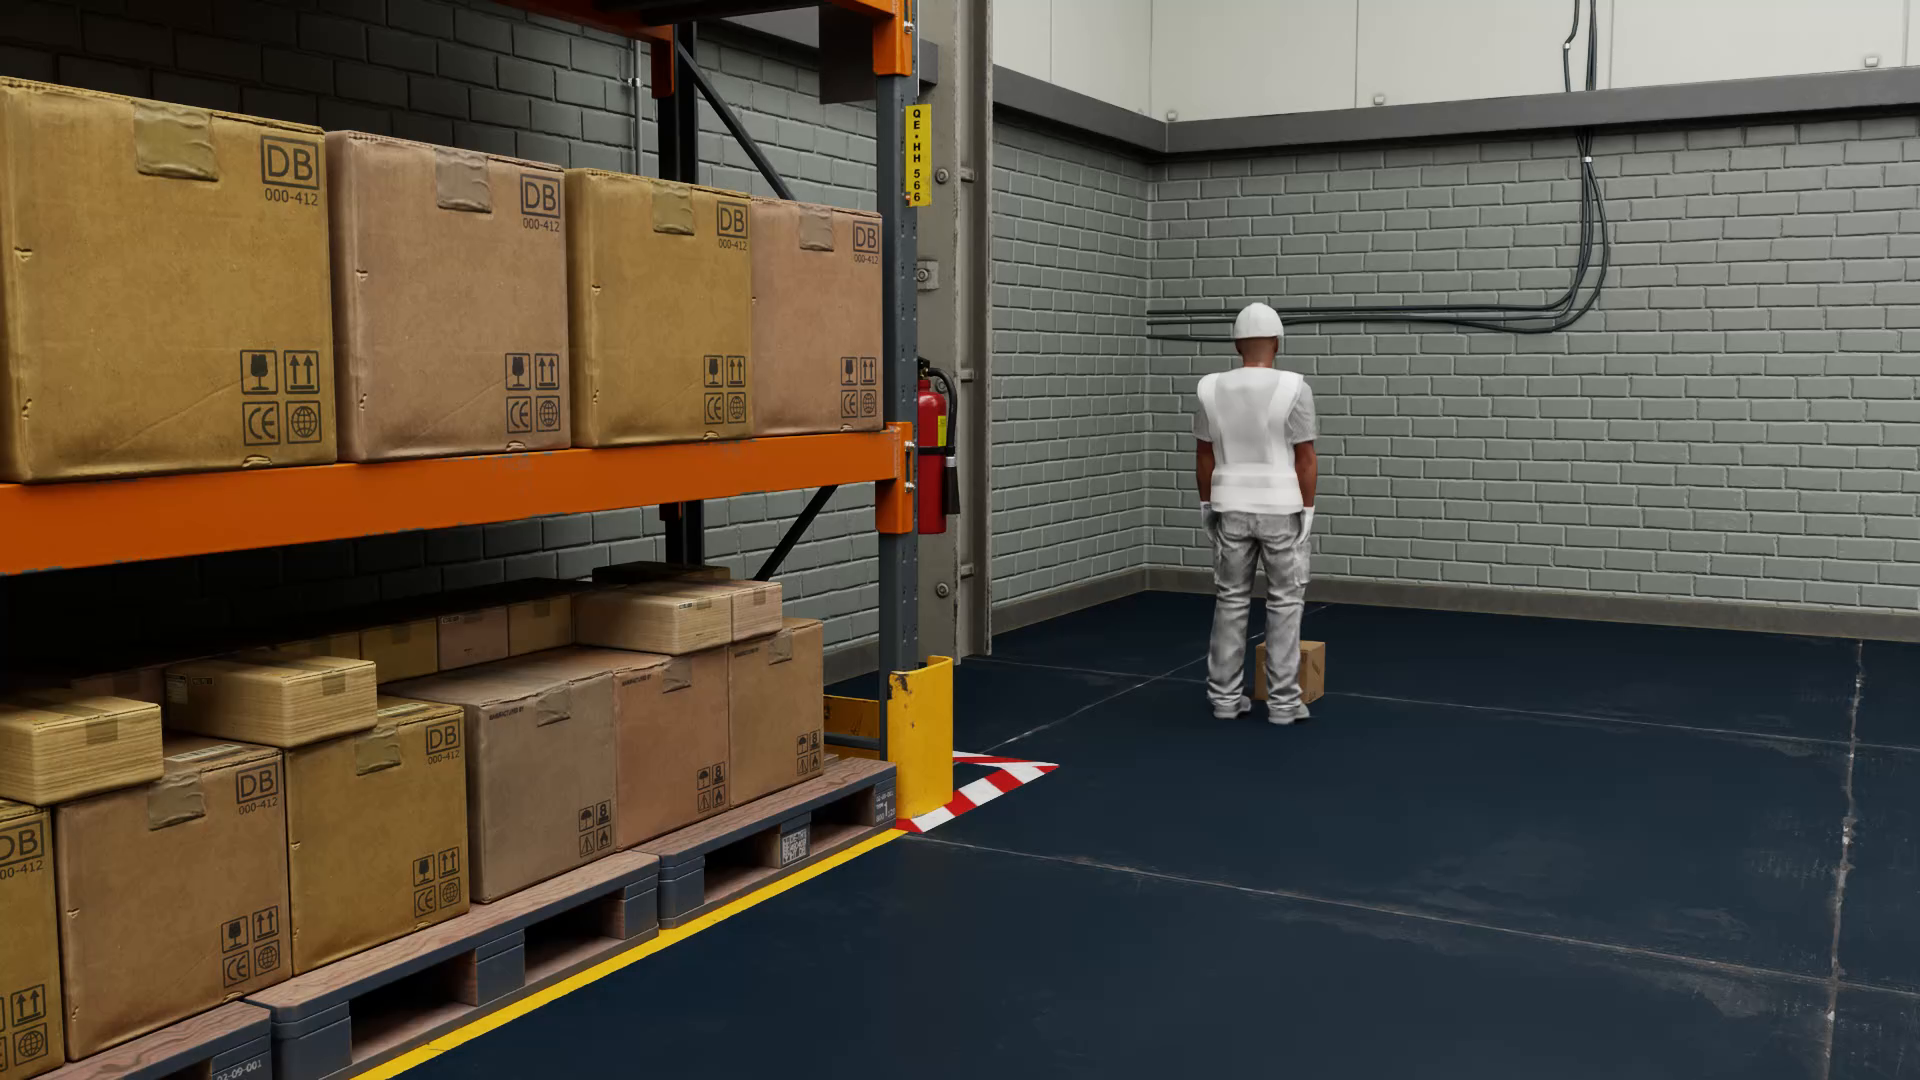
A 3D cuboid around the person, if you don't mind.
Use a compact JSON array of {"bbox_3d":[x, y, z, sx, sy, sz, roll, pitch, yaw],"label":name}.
[{"bbox_3d":[1.270,-0.117,7.126,0.545,1.780,0.359,3,7,30],"label":"person"}]
